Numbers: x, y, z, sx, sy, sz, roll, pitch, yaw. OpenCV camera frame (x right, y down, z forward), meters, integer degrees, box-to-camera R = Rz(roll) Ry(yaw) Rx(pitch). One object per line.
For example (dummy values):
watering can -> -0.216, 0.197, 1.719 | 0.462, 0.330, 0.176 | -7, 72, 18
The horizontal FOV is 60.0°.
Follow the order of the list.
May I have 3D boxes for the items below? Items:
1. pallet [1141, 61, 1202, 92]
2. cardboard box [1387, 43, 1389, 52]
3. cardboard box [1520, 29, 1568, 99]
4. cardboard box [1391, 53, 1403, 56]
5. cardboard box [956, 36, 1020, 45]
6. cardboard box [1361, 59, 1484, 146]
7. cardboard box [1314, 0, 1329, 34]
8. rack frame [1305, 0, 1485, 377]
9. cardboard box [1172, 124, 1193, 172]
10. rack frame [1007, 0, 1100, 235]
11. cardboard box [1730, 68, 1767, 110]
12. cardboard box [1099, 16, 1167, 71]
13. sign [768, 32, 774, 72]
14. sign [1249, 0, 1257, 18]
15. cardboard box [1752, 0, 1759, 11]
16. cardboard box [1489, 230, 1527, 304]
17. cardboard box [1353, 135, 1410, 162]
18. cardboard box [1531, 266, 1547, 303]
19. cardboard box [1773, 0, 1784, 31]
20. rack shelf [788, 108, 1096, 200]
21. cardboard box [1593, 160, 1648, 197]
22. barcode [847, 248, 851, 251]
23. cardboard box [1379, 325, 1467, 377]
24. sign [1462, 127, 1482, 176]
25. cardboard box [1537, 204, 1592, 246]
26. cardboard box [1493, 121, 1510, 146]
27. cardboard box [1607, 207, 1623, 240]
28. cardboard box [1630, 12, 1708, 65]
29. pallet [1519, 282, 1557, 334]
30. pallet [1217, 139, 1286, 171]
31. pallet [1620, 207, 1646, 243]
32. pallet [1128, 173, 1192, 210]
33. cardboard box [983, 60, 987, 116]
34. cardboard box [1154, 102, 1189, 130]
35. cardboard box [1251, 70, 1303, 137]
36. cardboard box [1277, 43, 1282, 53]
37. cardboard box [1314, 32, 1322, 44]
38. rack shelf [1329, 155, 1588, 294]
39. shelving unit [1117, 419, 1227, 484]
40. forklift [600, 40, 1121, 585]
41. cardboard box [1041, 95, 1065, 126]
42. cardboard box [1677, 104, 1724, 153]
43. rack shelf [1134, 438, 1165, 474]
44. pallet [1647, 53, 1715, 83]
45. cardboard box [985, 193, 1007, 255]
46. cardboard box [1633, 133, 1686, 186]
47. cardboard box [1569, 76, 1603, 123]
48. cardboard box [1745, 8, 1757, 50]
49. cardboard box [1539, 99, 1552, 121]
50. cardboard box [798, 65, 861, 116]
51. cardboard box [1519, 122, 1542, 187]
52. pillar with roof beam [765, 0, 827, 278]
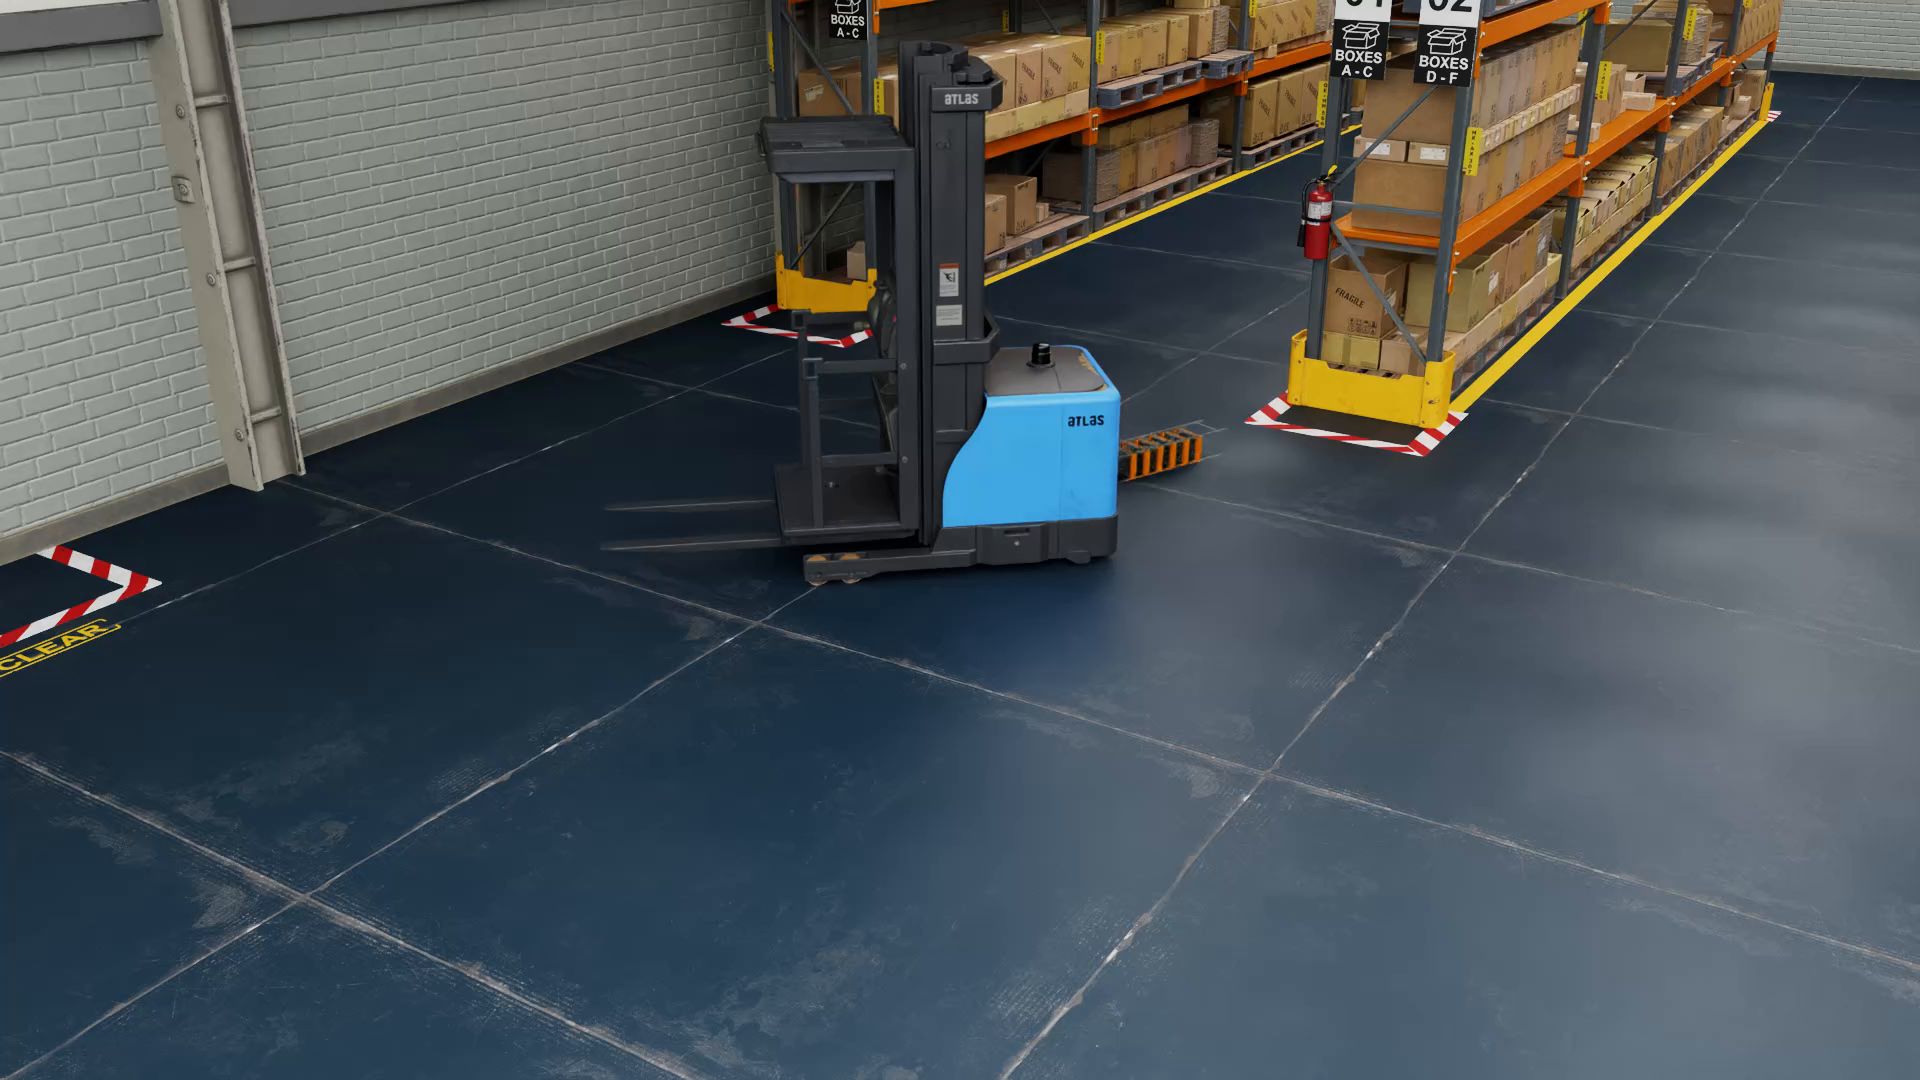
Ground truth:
pallet -> 2.068, -5.339, 19.049 | 1.003, 0.211, 1.213 | 14, 27, 29
cardboard box -> 6.511, -7.718, 26.105 | 0.380, 0.149, 0.250 | 14, 27, 29
cardboard box -> 4.684, -4.036, 14.039 | 0.700, 0.500, 0.500 | 14, 27, 29
cardboard box -> 6.750, -7.423, 26.240 | 0.700, 0.500, 0.500 | 14, 27, 29
cardboard box -> 0.266, -4.750, 16.665 | 0.500, 0.500, 0.500 | 14, 27, 29
cardboard box -> 3.353, -3.181, 12.063 | 0.700, 0.500, 0.500 | 14, 27, 29
cardboard box -> 4.626, -7.095, 22.337 | 0.500, 0.500, 0.500 | 14, 27, 29
rack frame -> 3.068, -2.367, 11.941 | 1.000, 3.000, 0.127 | 14, 27, 29
cardboard box -> 2.372, -4.755, 20.051 | 0.700, 0.500, 0.500 | 14, 27, 29
rack frame -> 0.968, -4.754, 17.455 | 1.000, 3.000, 0.127 | 14, 27, 29
cardboard box -> 11.431, -6.587, 24.282 | 0.500, 0.500, 0.500 | 14, 27, 29
cardboard box -> 1.887, -5.582, 18.689 | 0.700, 0.500, 0.500 | 18, 29, 36
sign -> -1.603, -4.203, 14.328 | 0.100, 0.325, 0.005 | 14, 27, 29
sign -> 3.544, -6.488, 20.104 | 0.100, 0.325, 0.005 | 14, 27, 29
cardboard box -> 10.158, -7.196, 21.712 | 0.500, 0.500, 0.500 | 13, 27, 27
cardboard box -> 4.334, -2.282, 13.734 | 0.500, 0.500, 0.500 | 14, 27, 29
cardboard box -> 3.108, -2.879, 12.183 | 0.380, 0.149, 0.250 | 13, 27, 28
cardboard box -> 4.847, -2.279, 14.671 | 0.500, 0.250, 0.500 | 14, 27, 29
cardboard box -> 11.503, -7.605, 23.915 | 0.500, 0.500, 0.500 | 15, 27, 31
rack shelf -> -0.087, -3.749, 16.039 | 1.077, 0.370, 4.000 | 14, 27, 29
cardboard box -> 6.953, -3.850, 17.594 | 0.500, 0.311, 0.500 | 13, 27, 28
barcode -> -1.031, -2.680, 15.485 | 0.001, 0.075, 0.075 | 14, 27, 29
cardboard box -> 3.540, -1.432, 12.715 | 0.500, 0.250, 0.500 | 14, 27, 29
sign -> 3.537, -2.682, 11.480 | 0.100, 0.325, 0.005 | 14, 27, 29
cardboard box -> 5.608, -2.992, 15.613 | 0.500, 0.311, 0.500 | 14, 27, 29
cardboard box -> 4.001, -3.146, 12.800 | 0.380, 0.149, 0.250 | 13, 27, 27
cardboard box -> 6.412, -3.251, 16.917 | 0.500, 0.250, 0.500 | 14, 27, 30
cardboard box -> 8.169, -5.810, 19.241 | 0.700, 0.500, 0.500 | 20, 31, 39
pallet -> 4.723, -2.178, 15.014 | 1.003, 0.211, 1.213 | 14, 27, 29
pallet -> 3.558, -5.074, 21.706 | 1.003, 0.211, 1.213 | 14, 27, 29
pallet -> 6.821, -3.518, 18.110 | 1.003, 0.211, 1.213 | 14, 27, 29
pallet -> 2.020, -4.150, 19.572 | 1.003, 0.211, 1.213 | 14, 27, 29
cardboard box -> -0.088, -4.124, 15.220 | 0.500, 0.500, 0.500 | 13, 27, 27
cardboard box -> 2.388, -5.069, 19.833 | 0.500, 0.250, 0.500 | 14, 27, 30
cardboard box -> 4.045, -5.825, 22.107 | 0.750, 0.750, 0.750 | 14, 27, 29
cardboard box -> 3.958, -6.416, 21.585 | 0.380, 0.149, 0.250 | 15, 27, 30
cardboard box -> 4.687, -6.836, 22.556 | 0.380, 0.149, 0.250 | 14, 27, 29
rack shelf -> 4.123, -2.712, 13.644 | 1.077, 0.370, 4.000 | 14, 27, 29
shelving unit -> 1.305, -0.590, 11.367 | 1.200, 0.189, 0.258 | -16, 28, -33
forklift -> -0.623, -1.308, 9.582 | 3.031, 2.935, 1.130 | -3, 24, -8
cardboard box -> 0.706, -4.304, 16.581 | 0.500, 0.250, 0.500 | 14, 27, 29
cardboard box -> 9.381, -5.245, 21.183 | 0.500, 0.500, 0.500 | 14, 27, 29
rack shelf -> 1.269, -0.580, 11.342 | 0.103, 0.180, 0.258 | -16, 28, -33
pallet -> 8.310, -5.636, 19.735 | 1.003, 0.211, 1.213 | 14, 27, 29
cardboard box -> 0.029, -3.103, 16.234 | 0.700, 0.500, 0.500 | 12, 26, 26
cardboard box -> 8.043, -4.393, 19.215 | 0.500, 0.500, 0.500 | 13, 27, 27
cardboard box -> 5.875, -4.196, 16.042 | 0.500, 0.500, 0.500 | 16, 28, 33
cardboard box -> 10.166, -6.751, 21.944 | 0.500, 0.500, 0.500 | 14, 27, 30
cardboard box -> 4.679, -3.581, 13.803 | 0.380, 0.149, 0.250 | 14, 27, 29
cardboard box -> -1.074, -3.892, 14.684 | 0.500, 0.500, 0.500 | 14, 27, 28
cardboard box -> 4.409, -3.264, 13.888 | 0.700, 0.500, 0.500 | 14, 27, 30
pillar with roof beam -> 2.150, -5.672, 12.025 | 9.100, 9.000, 0.400 | 14, 27, 29
